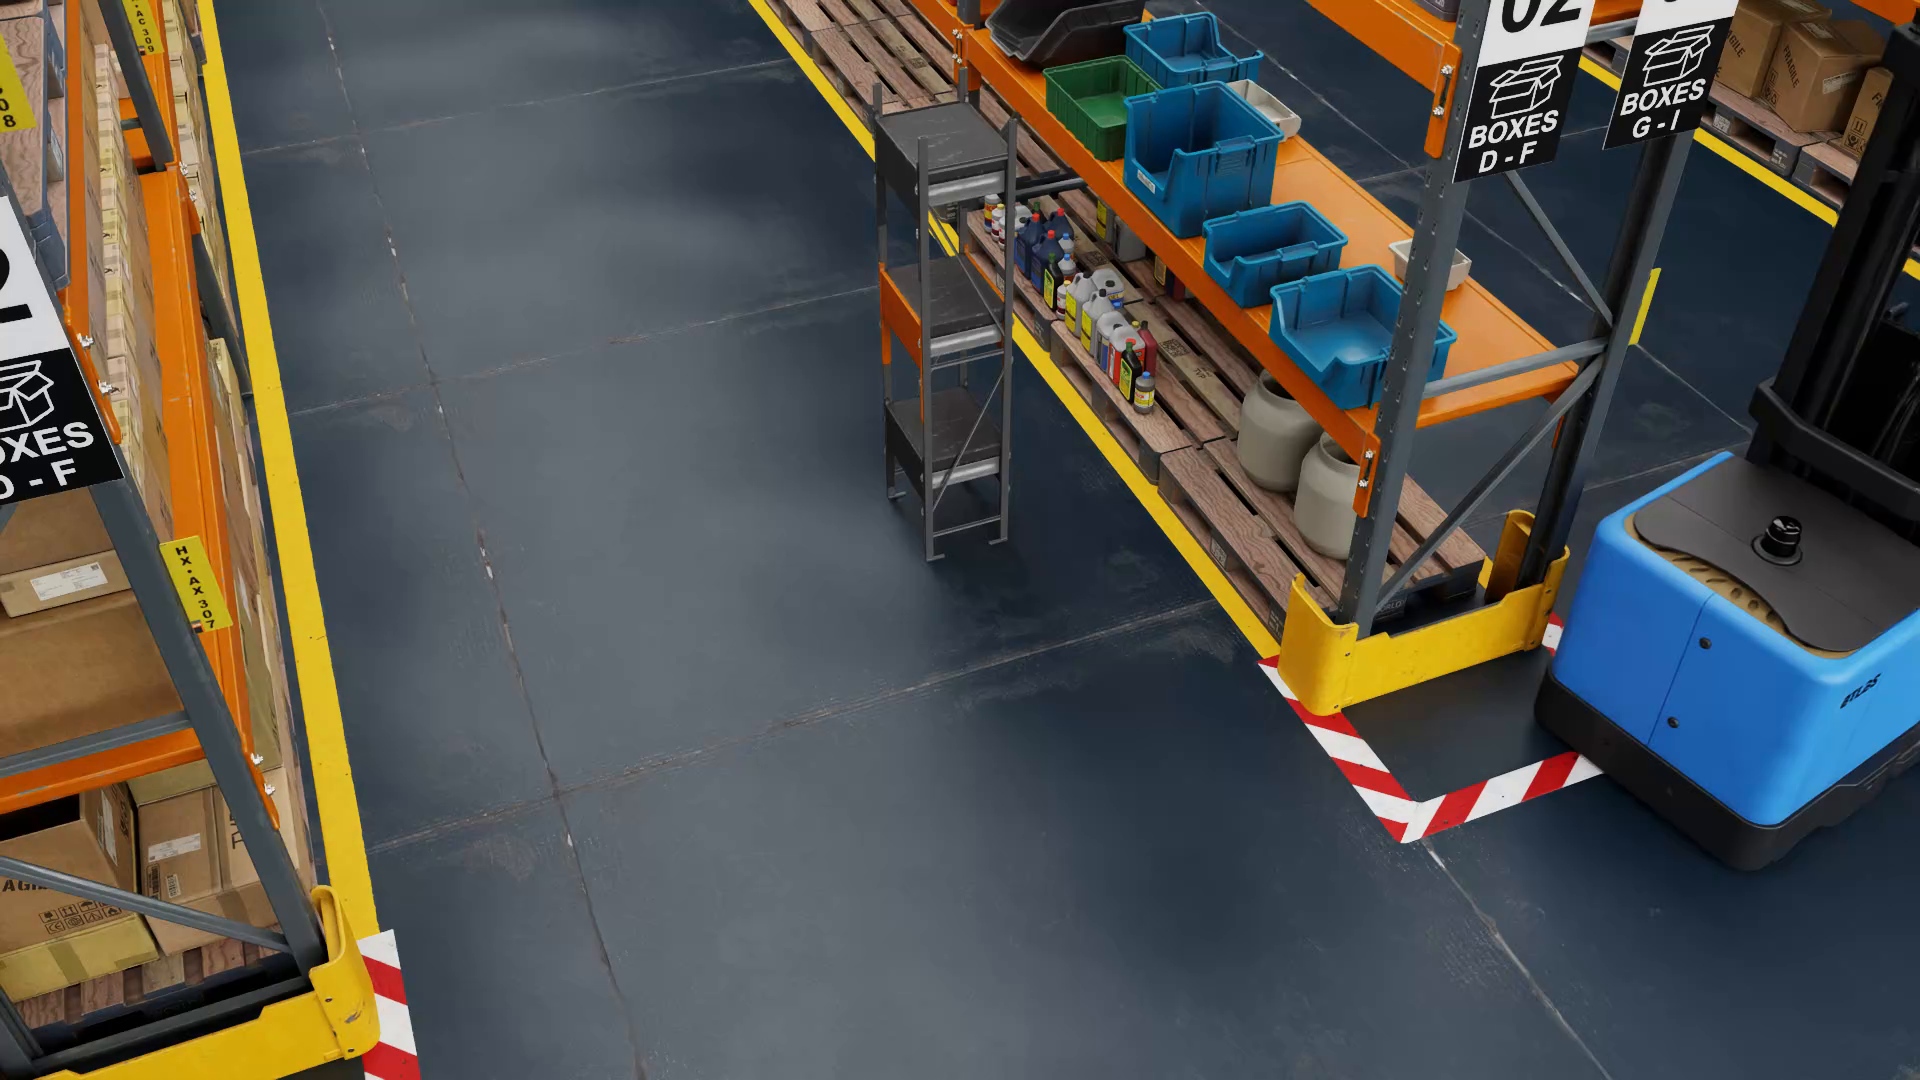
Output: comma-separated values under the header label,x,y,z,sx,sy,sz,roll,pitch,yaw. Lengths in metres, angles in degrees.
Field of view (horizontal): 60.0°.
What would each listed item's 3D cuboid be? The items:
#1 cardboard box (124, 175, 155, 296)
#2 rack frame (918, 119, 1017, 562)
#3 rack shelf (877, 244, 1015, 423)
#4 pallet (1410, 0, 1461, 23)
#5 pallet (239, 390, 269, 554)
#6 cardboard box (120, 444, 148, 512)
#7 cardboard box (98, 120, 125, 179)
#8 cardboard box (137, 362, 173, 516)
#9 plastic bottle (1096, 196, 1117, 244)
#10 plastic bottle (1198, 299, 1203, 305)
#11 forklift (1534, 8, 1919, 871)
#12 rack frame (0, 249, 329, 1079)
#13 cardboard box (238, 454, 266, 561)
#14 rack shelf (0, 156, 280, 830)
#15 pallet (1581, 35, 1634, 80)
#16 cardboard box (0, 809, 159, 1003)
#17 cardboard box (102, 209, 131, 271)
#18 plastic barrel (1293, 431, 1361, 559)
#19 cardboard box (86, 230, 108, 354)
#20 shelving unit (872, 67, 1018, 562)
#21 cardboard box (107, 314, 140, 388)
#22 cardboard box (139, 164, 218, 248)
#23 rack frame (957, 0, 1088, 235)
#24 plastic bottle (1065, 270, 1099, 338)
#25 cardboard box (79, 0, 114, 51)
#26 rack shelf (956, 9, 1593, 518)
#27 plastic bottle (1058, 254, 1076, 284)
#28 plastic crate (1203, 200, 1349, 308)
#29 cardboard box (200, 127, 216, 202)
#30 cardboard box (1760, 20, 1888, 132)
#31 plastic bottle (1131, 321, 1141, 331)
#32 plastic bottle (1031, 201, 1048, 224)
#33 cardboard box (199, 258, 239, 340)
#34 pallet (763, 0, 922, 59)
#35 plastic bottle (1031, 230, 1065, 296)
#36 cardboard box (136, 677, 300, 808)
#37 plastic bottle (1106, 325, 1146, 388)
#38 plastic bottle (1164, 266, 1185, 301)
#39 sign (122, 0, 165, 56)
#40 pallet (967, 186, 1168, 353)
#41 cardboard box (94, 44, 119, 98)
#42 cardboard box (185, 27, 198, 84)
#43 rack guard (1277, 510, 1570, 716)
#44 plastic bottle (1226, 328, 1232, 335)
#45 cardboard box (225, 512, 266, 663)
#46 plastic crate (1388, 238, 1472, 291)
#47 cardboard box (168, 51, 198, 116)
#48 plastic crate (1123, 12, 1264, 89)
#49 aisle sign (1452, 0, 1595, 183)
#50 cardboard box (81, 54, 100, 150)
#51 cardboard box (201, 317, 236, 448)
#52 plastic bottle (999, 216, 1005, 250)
label,x,y,z,sx,sy,sz,roll,pitch,yaw
cardboard box,-3.727,-1.248,6.743,0.700,0.500,0.500,-16,43,-17
rack frame,0.030,-0.749,6.929,0.400,2.100,0.015,-15,43,-17
rack shelf,-0.063,-0.885,7.109,0.431,0.518,0.480,-15,43,-17
pallet,1.772,-2.205,5.776,1.003,0.211,1.213,-15,43,-17
pallet,-3.845,-0.246,7.792,1.003,0.211,1.213,-15,43,-17
cardboard box,-2.634,-0.115,4.928,0.380,0.149,0.250,-16,43,-18
cardboard box,-3.512,-1.501,6.540,0.380,0.149,0.250,-15,43,-17
cardboard box,-3.137,-0.321,5.664,0.700,0.500,0.500,-15,43,-17
plastic bottle,0.847,-1.836,9.198,0.144,0.351,0.185,-15,43,-17
plastic bottle,1.306,-1.342,8.738,0.097,0.201,0.097,0,41,0
forklift,3.829,-0.652,6.179,3.031,2.935,1.130,-24,46,-26
rack frame,-2.580,0.617,4.650,1.000,3.000,0.127,-15,43,-17
cardboard box,-3.344,-0.083,7.251,0.500,0.250,0.500,-15,43,-17
rack shelf,-3.345,-0.315,6.286,1.077,0.370,4.000,-15,43,-17
pallet,4.744,-3.673,11.778,1.003,0.211,1.213,-15,43,-17
cardboard box,-3.058,1.251,5.700,0.500,0.250,0.500,-15,43,-17
cardboard box,-3.219,-1.041,6.005,0.380,0.149,0.250,-14,43,-15
plastic barrel,1.676,-0.210,7.198,0.421,0.512,0.421,0,41,0
cardboard box,-3.167,-0.848,5.282,0.700,0.500,0.500,-15,43,-17
shelving unit,-0.063,-0.896,7.100,0.431,2.100,0.503,-15,43,-17
cardboard box,-2.927,-0.578,5.466,0.380,0.149,0.250,-16,43,-18
cardboard box,-4.225,-1.736,8.743,0.500,0.311,0.500,-16,43,-17
rack frame,0.468,-3.026,8.887,1.000,3.000,0.127,-15,43,-17
plastic bottle,0.628,-1.229,8.491,0.144,0.351,0.185,-15,43,-17
cardboard box,-4.591,-2.614,8.331,0.500,0.500,0.500,-12,42,-14
rack shelf,1.233,-1.548,7.720,1.077,0.370,4.000,-15,43,-17
plastic bottle,0.556,-1.375,8.723,0.097,0.271,0.097,0,41,0
plastic crate,1.287,-1.179,6.853,0.499,0.251,0.408,-15,43,-17
cardboard box,-4.625,-2.140,9.643,0.500,0.250,0.500,-14,43,-16
cardboard box,5.386,-2.879,10.311,0.500,0.500,0.500,-3,41,-3
plastic bottle,0.874,-1.004,8.344,0.097,0.201,0.097,0,41,0
plastic bottle,0.432,-1.700,9.091,0.061,0.283,0.133,-15,43,-17
cardboard box,-4.036,-1.214,8.566,0.500,0.250,0.500,-16,43,-18
pallet,-0.802,-3.902,12.044,1.003,0.211,1.213,-15,43,-17
plastic bottle,0.465,-1.485,8.789,0.144,0.351,0.185,-17,43,-19
cardboard box,-2.774,0.822,6.199,0.500,0.250,0.500,-15,43,-17
plastic bottle,0.819,-0.906,8.173,0.152,0.276,0.135,-15,43,-17
plastic bottle,1.138,-1.411,8.754,0.061,0.283,0.133,-15,43,-17
sign,-3.598,-2.290,7.306,0.100,0.325,0.005,-15,43,-17
pallet,0.686,-1.554,9.313,1.003,0.211,1.213,-15,43,-17
cardboard box,-3.808,-1.966,7.080,0.380,0.149,0.250,-15,43,-17
cardboard box,-5.214,-3.062,10.716,0.500,0.250,0.500,-14,43,-16
rack guard,1.926,0.297,6.939,1.175,0.500,0.348,-15,43,-17
plastic bottle,1.423,-1.185,8.501,0.097,0.271,0.097,0,41,0
cardboard box,-2.976,0.239,6.302,0.500,0.500,0.500,-15,43,-17
plastic crate,1.953,-1.136,6.891,0.298,0.136,0.250,-15,43,-17
cardboard box,-4.817,-2.661,9.819,0.500,0.311,0.500,-15,43,-17
plastic crate,1.142,-2.370,8.239,0.499,0.251,0.616,-15,43,-17
aisle sign,1.751,-1.484,5.100,0.394,0.787,0.004,-15,43,-17
cardboard box,-3.740,-1.752,6.334,0.700,0.500,0.500,-15,43,-17
cardboard box,-3.550,-0.664,7.352,0.500,0.500,0.500,-15,43,-17
plastic bottle,0.262,-1.708,9.163,0.097,0.201,0.097,0,41,0
